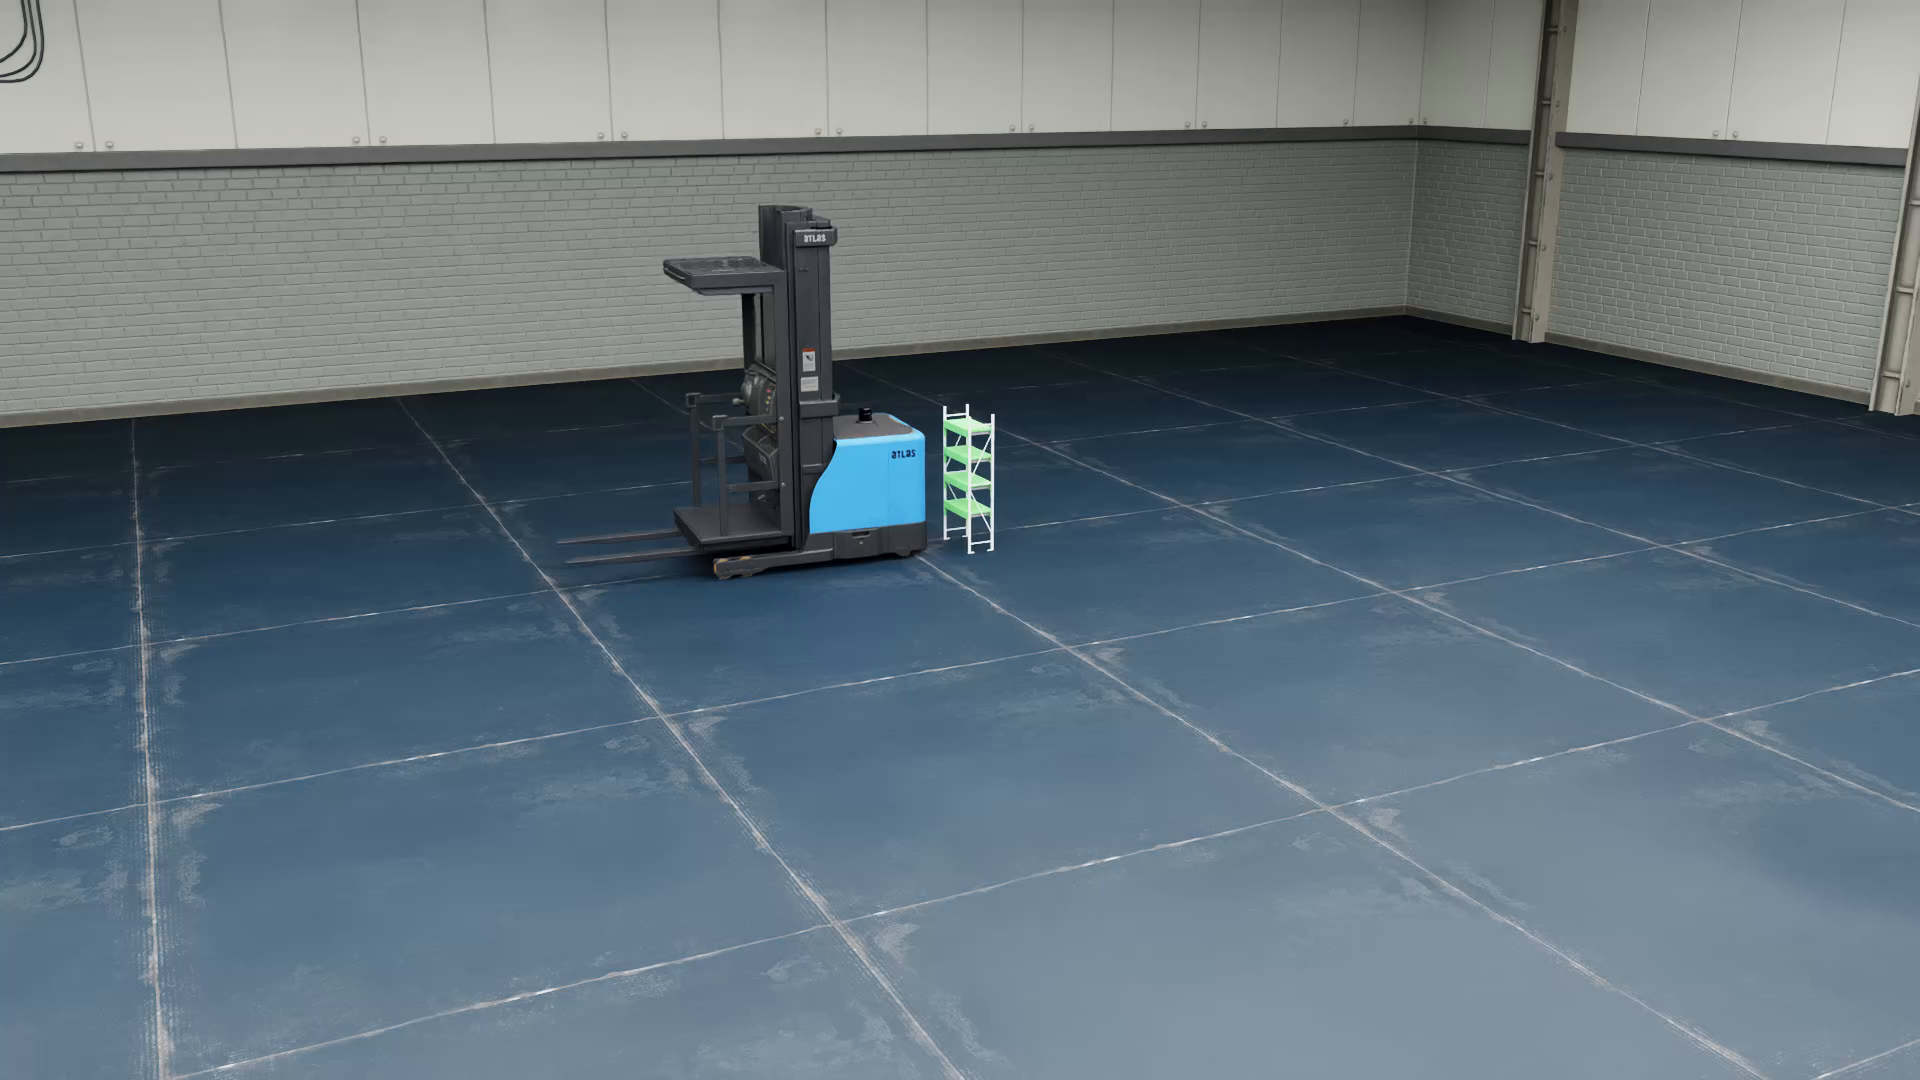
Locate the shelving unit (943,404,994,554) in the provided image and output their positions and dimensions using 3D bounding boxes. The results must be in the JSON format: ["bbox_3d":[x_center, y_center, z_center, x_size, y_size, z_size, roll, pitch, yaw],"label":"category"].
[{"bbox_3d":[0.073,-0.536,14.442,0.258,1.200,0.503,-8,18,-25],"label":"shelving unit"}]

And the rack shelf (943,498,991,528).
[{"bbox_3d":[0.073,-0.244,14.526,0.258,0.148,0.480,-8,18,-25],"label":"rack shelf"}]

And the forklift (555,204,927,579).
[{"bbox_3d":[-1.853,-1.250,13.794,3.031,2.935,1.130,-6,17,-20],"label":"forklift"}]

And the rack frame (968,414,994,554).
[{"bbox_3d":[0.179,-0.475,14.231,0.240,1.200,0.015,-8,18,-25],"label":"rack frame"}]

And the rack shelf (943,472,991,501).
[{"bbox_3d":[0.073,-0.474,14.460,0.258,0.148,0.480,-8,18,-25],"label":"rack shelf"}]

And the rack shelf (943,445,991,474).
[{"bbox_3d":[0.073,-0.705,14.394,0.258,0.148,0.480,-8,18,-25],"label":"rack shelf"}]

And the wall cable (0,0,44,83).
[{"bbox_3d":[-11.207,-7.231,17.468,2.305,6.003,0.169,-8,18,-25],"label":"wall cable"}]

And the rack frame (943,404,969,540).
[{"bbox_3d":[-0.034,-0.596,14.653,0.240,1.200,0.015,-8,18,-25],"label":"rack frame"}]

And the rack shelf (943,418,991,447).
[{"bbox_3d":[0.073,-0.936,14.327,0.258,0.148,0.480,-8,18,-25],"label":"rack shelf"}]

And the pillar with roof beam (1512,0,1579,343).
[{"bbox_3d":[4.801,-6.849,22.302,9.100,9.000,0.400,-8,18,-25],"label":"pillar with roof beam"}]

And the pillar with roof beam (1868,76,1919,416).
[{"bbox_3d":[7.429,-5.361,17.118,9.100,9.000,0.400,-8,18,-25],"label":"pillar with roof beam"}]
